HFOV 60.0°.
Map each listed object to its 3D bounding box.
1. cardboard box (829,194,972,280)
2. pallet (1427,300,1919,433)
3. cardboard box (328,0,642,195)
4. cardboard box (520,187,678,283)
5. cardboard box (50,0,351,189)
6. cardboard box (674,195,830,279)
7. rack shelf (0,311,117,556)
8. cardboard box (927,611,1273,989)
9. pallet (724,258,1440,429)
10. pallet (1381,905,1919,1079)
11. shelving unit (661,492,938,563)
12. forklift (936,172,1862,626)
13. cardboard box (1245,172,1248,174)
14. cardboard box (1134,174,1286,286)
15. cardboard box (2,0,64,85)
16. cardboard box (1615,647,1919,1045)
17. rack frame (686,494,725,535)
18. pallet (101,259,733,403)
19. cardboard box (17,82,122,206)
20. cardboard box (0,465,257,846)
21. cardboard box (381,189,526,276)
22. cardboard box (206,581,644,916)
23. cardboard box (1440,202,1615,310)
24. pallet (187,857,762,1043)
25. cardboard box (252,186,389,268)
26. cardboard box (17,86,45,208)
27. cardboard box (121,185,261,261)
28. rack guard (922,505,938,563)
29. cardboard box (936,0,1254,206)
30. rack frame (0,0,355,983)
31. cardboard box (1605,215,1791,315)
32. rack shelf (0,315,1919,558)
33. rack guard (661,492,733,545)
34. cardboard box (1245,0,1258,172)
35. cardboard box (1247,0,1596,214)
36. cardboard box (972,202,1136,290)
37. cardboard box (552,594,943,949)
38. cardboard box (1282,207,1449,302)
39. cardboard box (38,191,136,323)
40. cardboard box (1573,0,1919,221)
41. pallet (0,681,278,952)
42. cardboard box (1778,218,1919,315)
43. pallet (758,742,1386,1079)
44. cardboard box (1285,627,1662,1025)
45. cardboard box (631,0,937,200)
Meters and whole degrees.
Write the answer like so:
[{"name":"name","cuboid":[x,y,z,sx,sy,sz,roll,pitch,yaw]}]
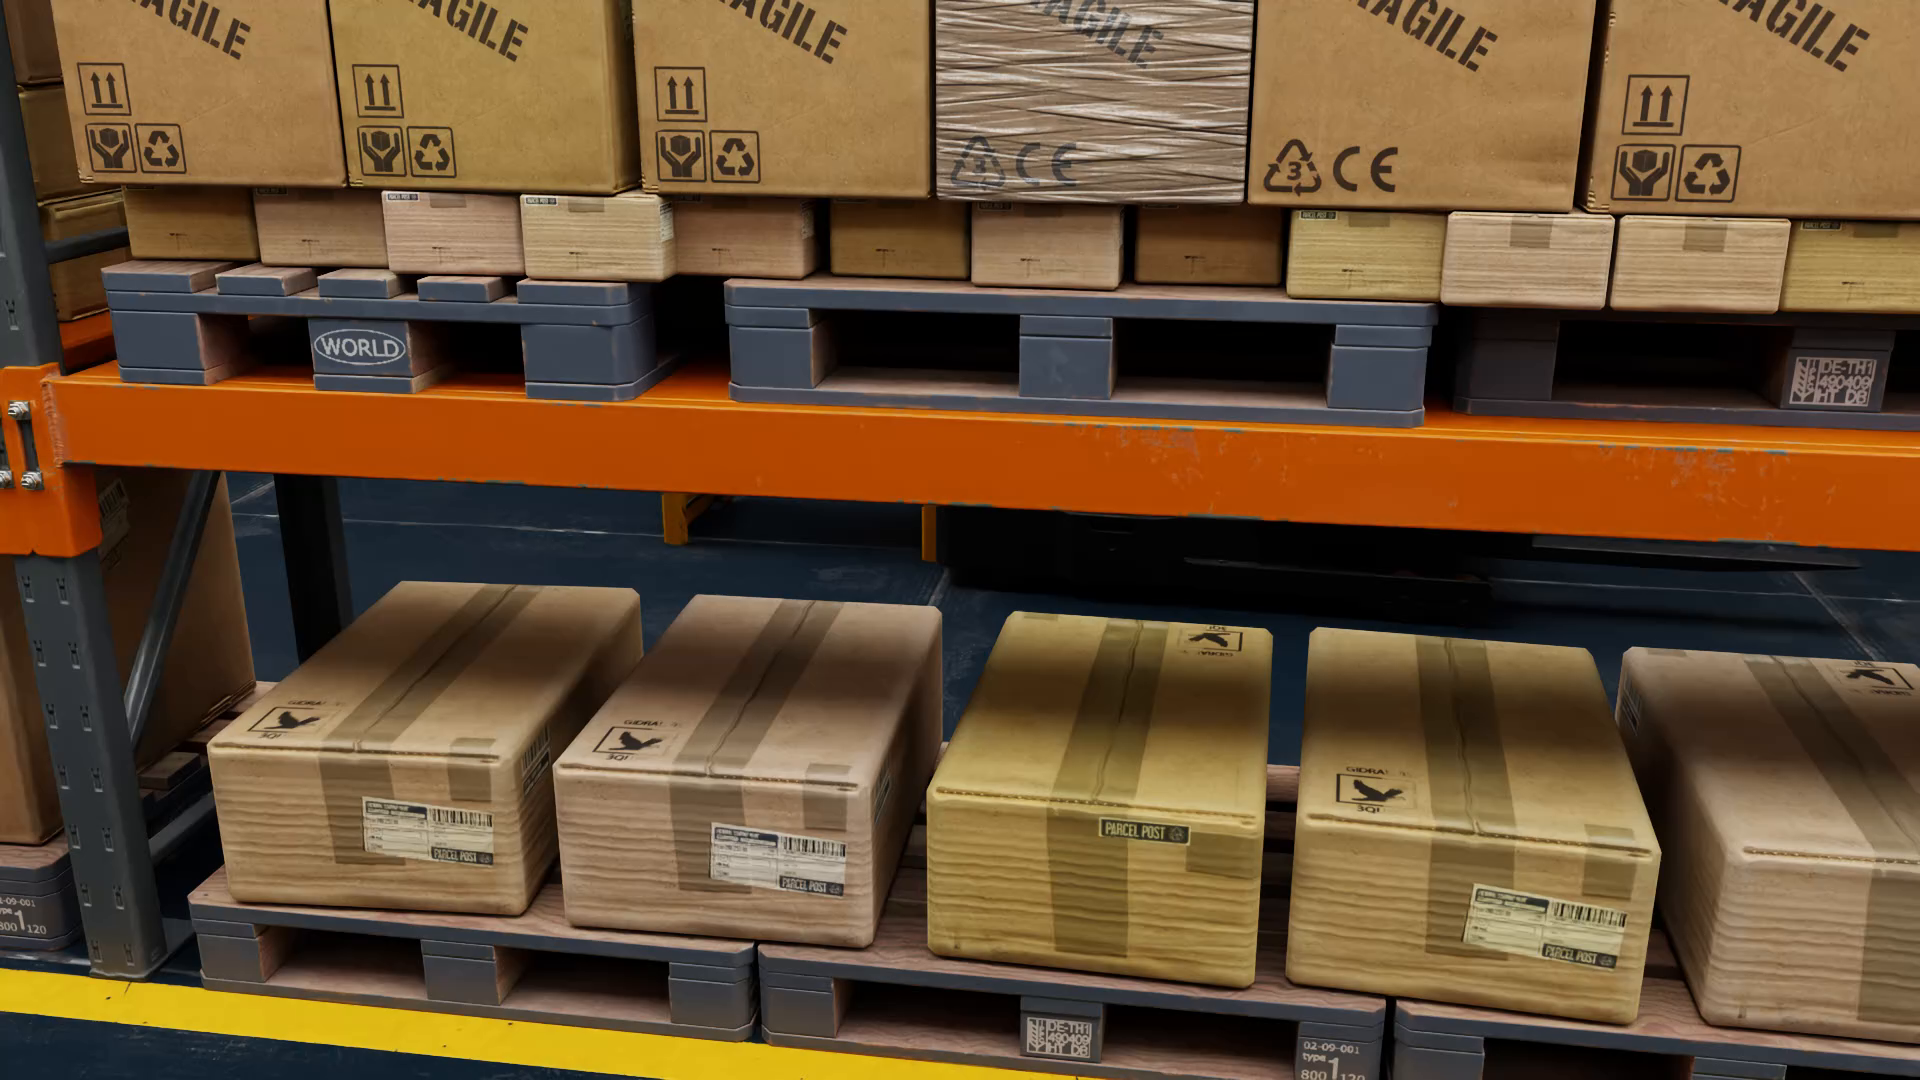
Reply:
[{"name":"cardboard box","cuboid":[-0.070,-0.589,3.071,0.250,0.149,0.380,4,19,11]},{"name":"pallet","cuboid":[1.516,-0.439,3.189,1.213,0.211,1.003,3,19,9]},{"name":"cardboard box","cuboid":[-0.779,-0.915,3.023,0.500,0.500,0.500,4,19,11]},{"name":"cardboard box","cuboid":[-0.606,-0.579,3.040,0.250,0.149,0.380,3,19,9]},{"name":"cardboard box","cuboid":[-1.295,-0.939,3.095,0.500,0.500,0.500,2,19,7]},{"name":"cardboard box","cuboid":[-0.355,-0.591,3.077,0.250,0.149,0.380,4,19,12]},{"name":"rack shelf","cuboid":[-3.677,-0.406,3.924,4.000,0.370,1.077,3,19,9]},{"name":"cardboard box","cuboid":[0.332,0.506,3.542,0.625,0.372,0.950,4,19,10]},{"name":"pallet","cuboid":[0.259,-0.469,3.280,1.213,0.211,1.003,3,19,9]},{"name":"pallet","cuboid":[1.478,0.838,3.465,1.213,0.211,1.003,3,19,9]},{"name":"shelving unit","cuboid":[-0.531,-0.752,6.186,1.083,1.500,0.587,4,19,11]},{"name":"forklift","cuboid":[1.486,-1.293,5.549,3.031,2.935,1.130,4,19,11]},{"name":"cardboard box","cuboid":[0.469,-0.727,3.481,0.250,0.149,0.380,4,19,11]},{"name":"cardboard box","cuboid":[0.447,-0.566,3.002,0.250,0.149,0.380,2,19,7]},{"name":"cardboard box","cuboid":[-2.150,-1.270,3.637,0.500,0.500,0.500,2,19,7]},{"name":"cardboard box","cuboid":[1.729,0.576,3.334,0.625,0.372,0.950,3,19,9]},{"name":"rack frame","cuboid":[-1.020,-0.784,6.282,0.032,1.500,0.500,4,19,11]},{"name":"pallet","cuboid":[-0.982,-0.553,3.532,1.003,0.211,1.213,3,19,9]},{"name":"cardboard box","cuboid":[-2.163,-0.916,3.761,0.500,0.250,0.500,3,19,8]},{"name":"cardboard box","cuboid":[-2.371,0.101,3.961,0.875,0.875,0.875,3,19,8]},{"name":"cardboard box","cuboid":[-0.874,-0.599,3.101,0.250,0.149,0.380,2,19,5]},{"name":"cardboard box","cuboid":[-1.146,0.432,3.765,0.625,0.372,0.950,2,19,5]},{"name":"cardboard box","cuboid":[0.925,-0.497,2.796,0.250,0.149,0.380,3,19,9]},{"name":"pallet","cuboid":[-0.931,0.715,3.832,1.213,0.211,1.003,3,19,9]},{"name":"cardboard box","cuboid":[-1.137,-0.627,3.185,0.250,0.149,0.380,2,19,5]},{"name":"cardboard box","cuboid":[-2.221,-0.758,3.288,0.500,0.250,0.500,3,19,8]},{"name":"cardboard box","cuboid":[-1.411,-0.652,3.259,0.250,0.149,0.380,2,19,5]},{"name":"rack guard","cuboid":[-0.043,-0.127,6.290,0.087,0.250,0.587,4,19,11]},{"name":"cardboard box","cuboid":[0.239,-0.863,2.867,0.500,0.500,0.500,2,19,7]},{"name":"rack frame","cuboid":[-1.702,-0.647,3.509,0.127,3.000,1.000,3,19,9]},{"name":"cardboard box","cuboid":[1.178,-0.485,2.761,0.250,0.149,0.380,3,19,8]},{"name":"rack shelf","cuboid":[0.272,-0.205,3.322,4.000,0.370,1.077,3,19,9]},{"name":"rack guard","cuboid":[-1.019,-0.191,6.480,0.087,0.250,0.587,4,19,11]},{"name":"cardboard box","cuboid":[0.340,-1.023,3.346,0.500,0.500,0.500,2,19,6]},{"name":"cardboard box","cuboid":[0.756,-0.837,2.789,0.500,0.500,0.500,4,19,11]},{"name":"cardboard box","cuboid":[0.177,-0.556,2.971,0.250,0.149,0.380,4,19,10]},{"name":"cardboard box","cuboid":[-0.416,0.466,3.661,0.625,0.372,0.950,3,19,8]},{"name":"cardboard box","cuboid":[0.690,-0.521,2.866,0.250,0.149,0.380,3,19,9]},{"name":"cardboard box","cuboid":[-2.145,-0.679,3.842,0.500,0.250,0.500,3,19,8]},{"name":"cardboard box","cuboid":[1.265,-0.809,2.705,0.500,0.500,0.500,3,19,9]},{"name":"pallet","cuboid":[-2.469,0.612,4.140,1.213,0.211,1.003,3,19,9]},{"name":"cardboard box","cuboid":[1.438,-0.484,2.756,0.250,0.149,0.380,2,19,7]},{"name":"pallet","cuboid":[0.270,0.778,3.647,1.213,0.211,1.003,3,19,9]},{"name":"cardboard box","cuboid":[1.019,0.541,3.439,0.625,0.372,0.950,4,19,12]},{"name":"cardboard box","cuboid":[-0.254,-0.891,2.949,0.500,0.500,0.500,3,19,10]}]
